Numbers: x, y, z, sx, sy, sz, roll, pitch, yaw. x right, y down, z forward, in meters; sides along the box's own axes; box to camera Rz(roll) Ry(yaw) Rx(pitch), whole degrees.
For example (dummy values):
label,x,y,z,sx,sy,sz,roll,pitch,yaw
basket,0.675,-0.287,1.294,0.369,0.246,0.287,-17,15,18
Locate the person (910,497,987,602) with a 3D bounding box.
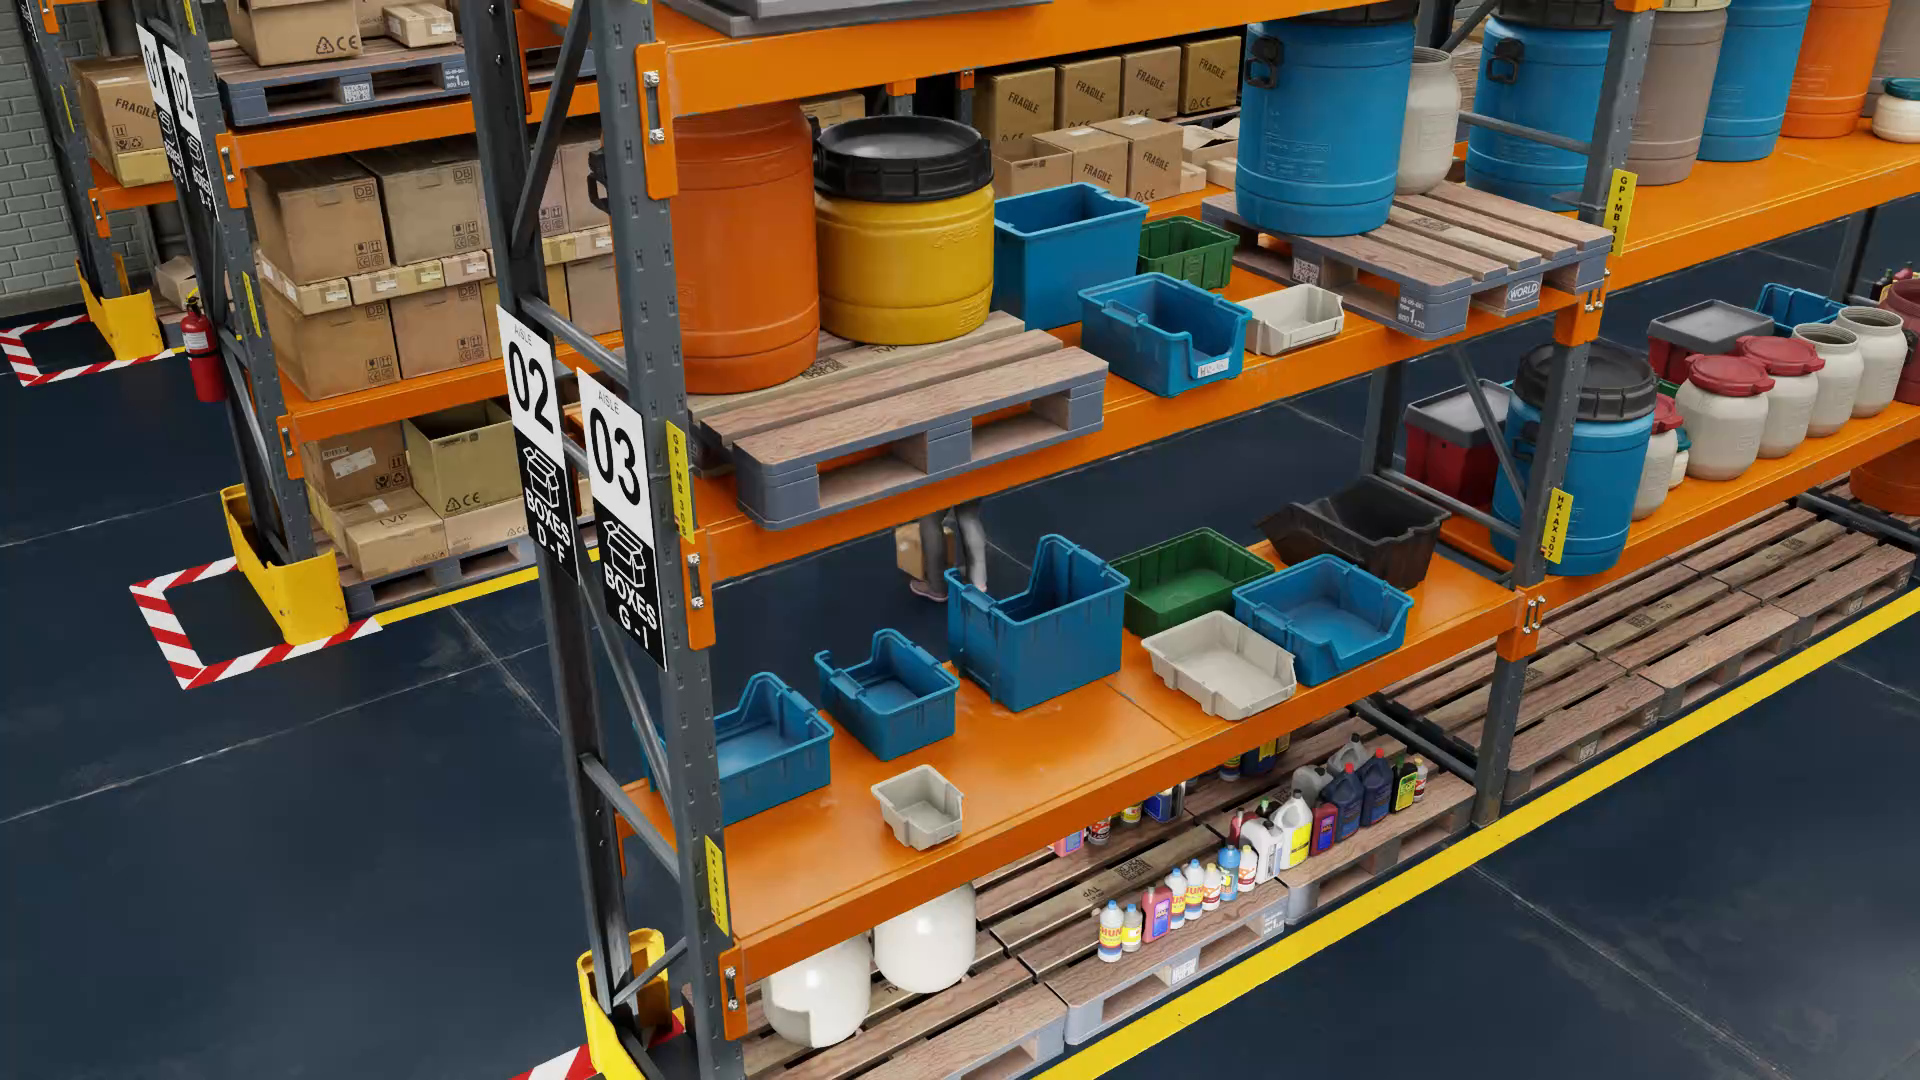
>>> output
label,x,y,z,sx,sy,sz,roll,pitch,yaw
person,-0.068,-0.418,9.390,0.502,1.656,0.399,-20,35,-32
